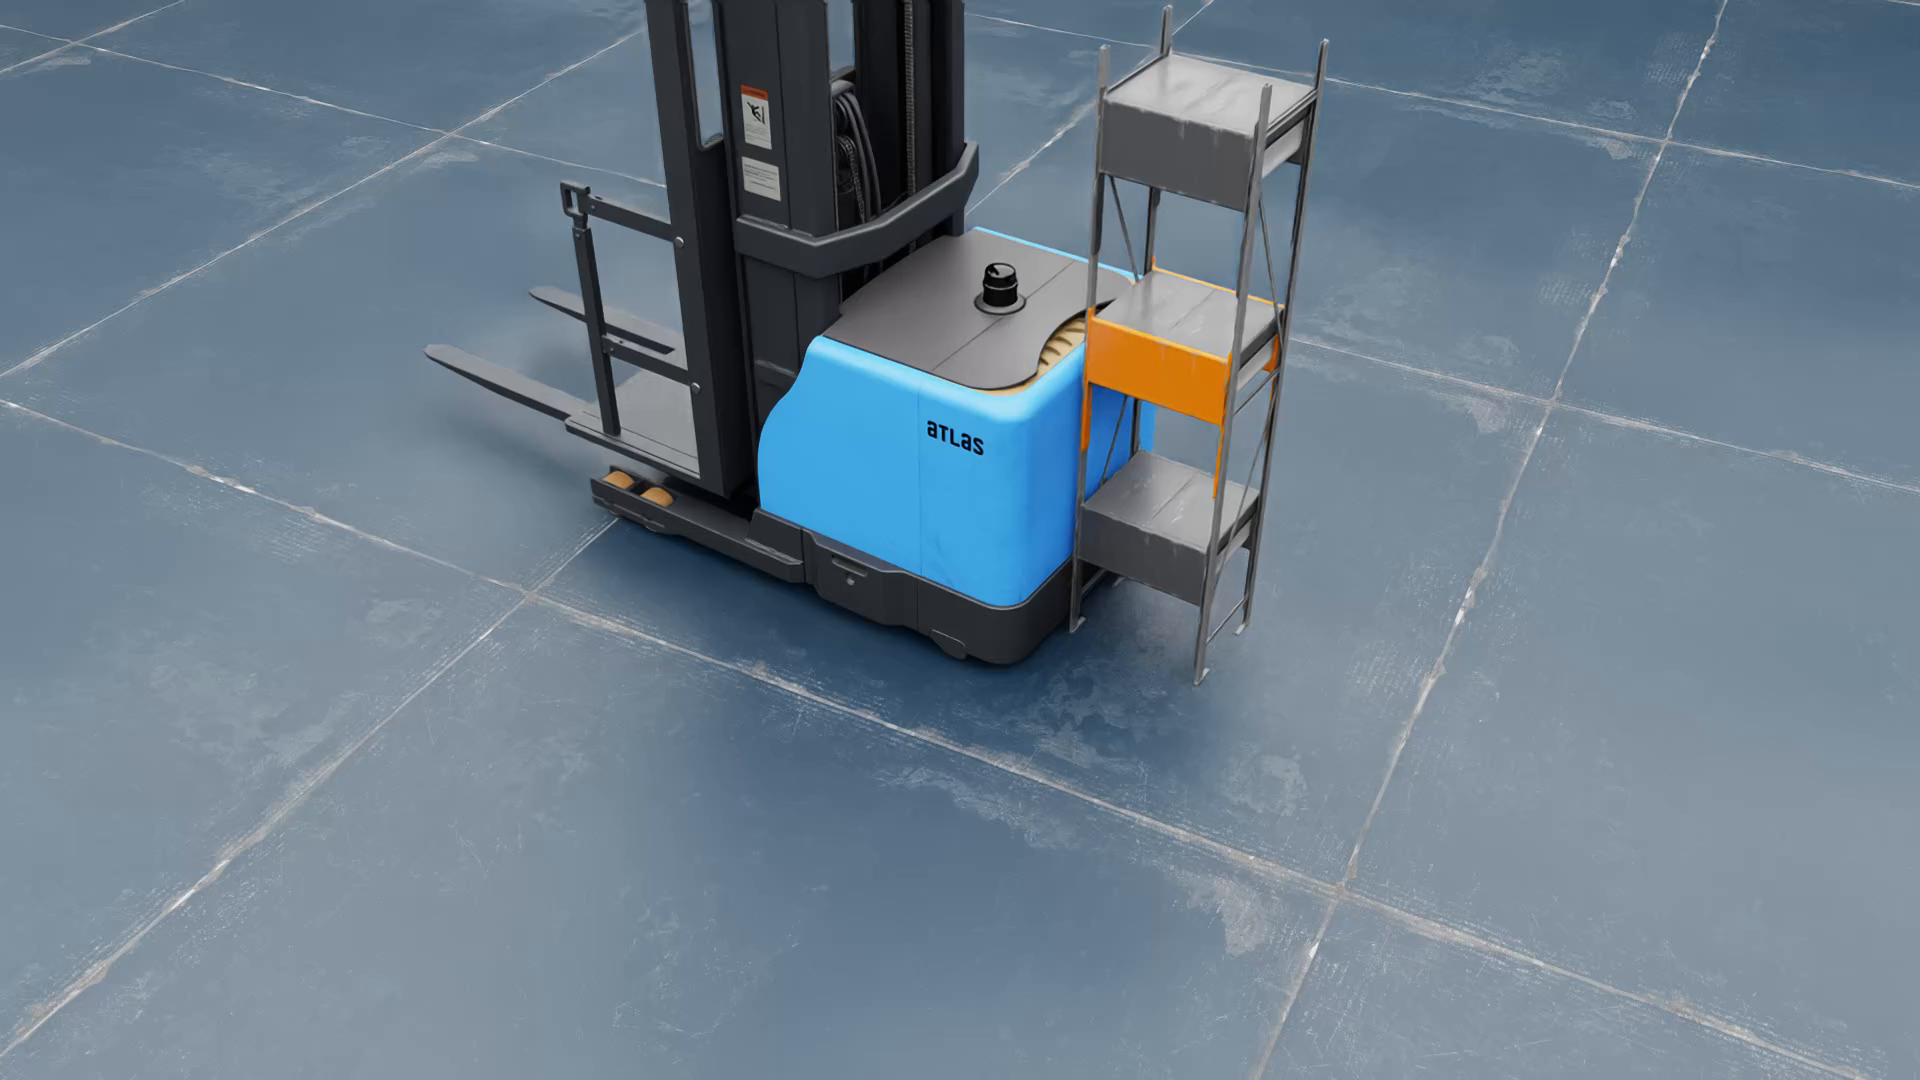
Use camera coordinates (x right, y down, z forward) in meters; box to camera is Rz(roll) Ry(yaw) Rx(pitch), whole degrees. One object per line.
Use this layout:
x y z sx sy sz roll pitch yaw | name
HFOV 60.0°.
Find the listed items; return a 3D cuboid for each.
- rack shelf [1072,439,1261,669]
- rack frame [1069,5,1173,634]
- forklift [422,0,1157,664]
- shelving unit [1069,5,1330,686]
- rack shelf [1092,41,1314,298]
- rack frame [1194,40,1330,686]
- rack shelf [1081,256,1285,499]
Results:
0.702 0.040 5.640 0.480 0.518 0.431 22 42 26 | rack shelf
0.499 -0.610 5.317 0.015 2.100 0.400 22 42 26 | rack frame
-0.797 -1.440 5.722 3.031 2.935 1.130 22 42 26 | forklift
0.702 -0.528 5.209 0.503 2.100 0.431 22 42 26 | shelving unit
0.702 -1.075 4.794 0.480 0.518 0.431 22 42 26 | rack shelf
0.905 -0.446 5.101 0.015 2.100 0.400 22 42 26 | rack frame
0.702 -0.517 5.217 0.480 0.518 0.431 22 42 26 | rack shelf
